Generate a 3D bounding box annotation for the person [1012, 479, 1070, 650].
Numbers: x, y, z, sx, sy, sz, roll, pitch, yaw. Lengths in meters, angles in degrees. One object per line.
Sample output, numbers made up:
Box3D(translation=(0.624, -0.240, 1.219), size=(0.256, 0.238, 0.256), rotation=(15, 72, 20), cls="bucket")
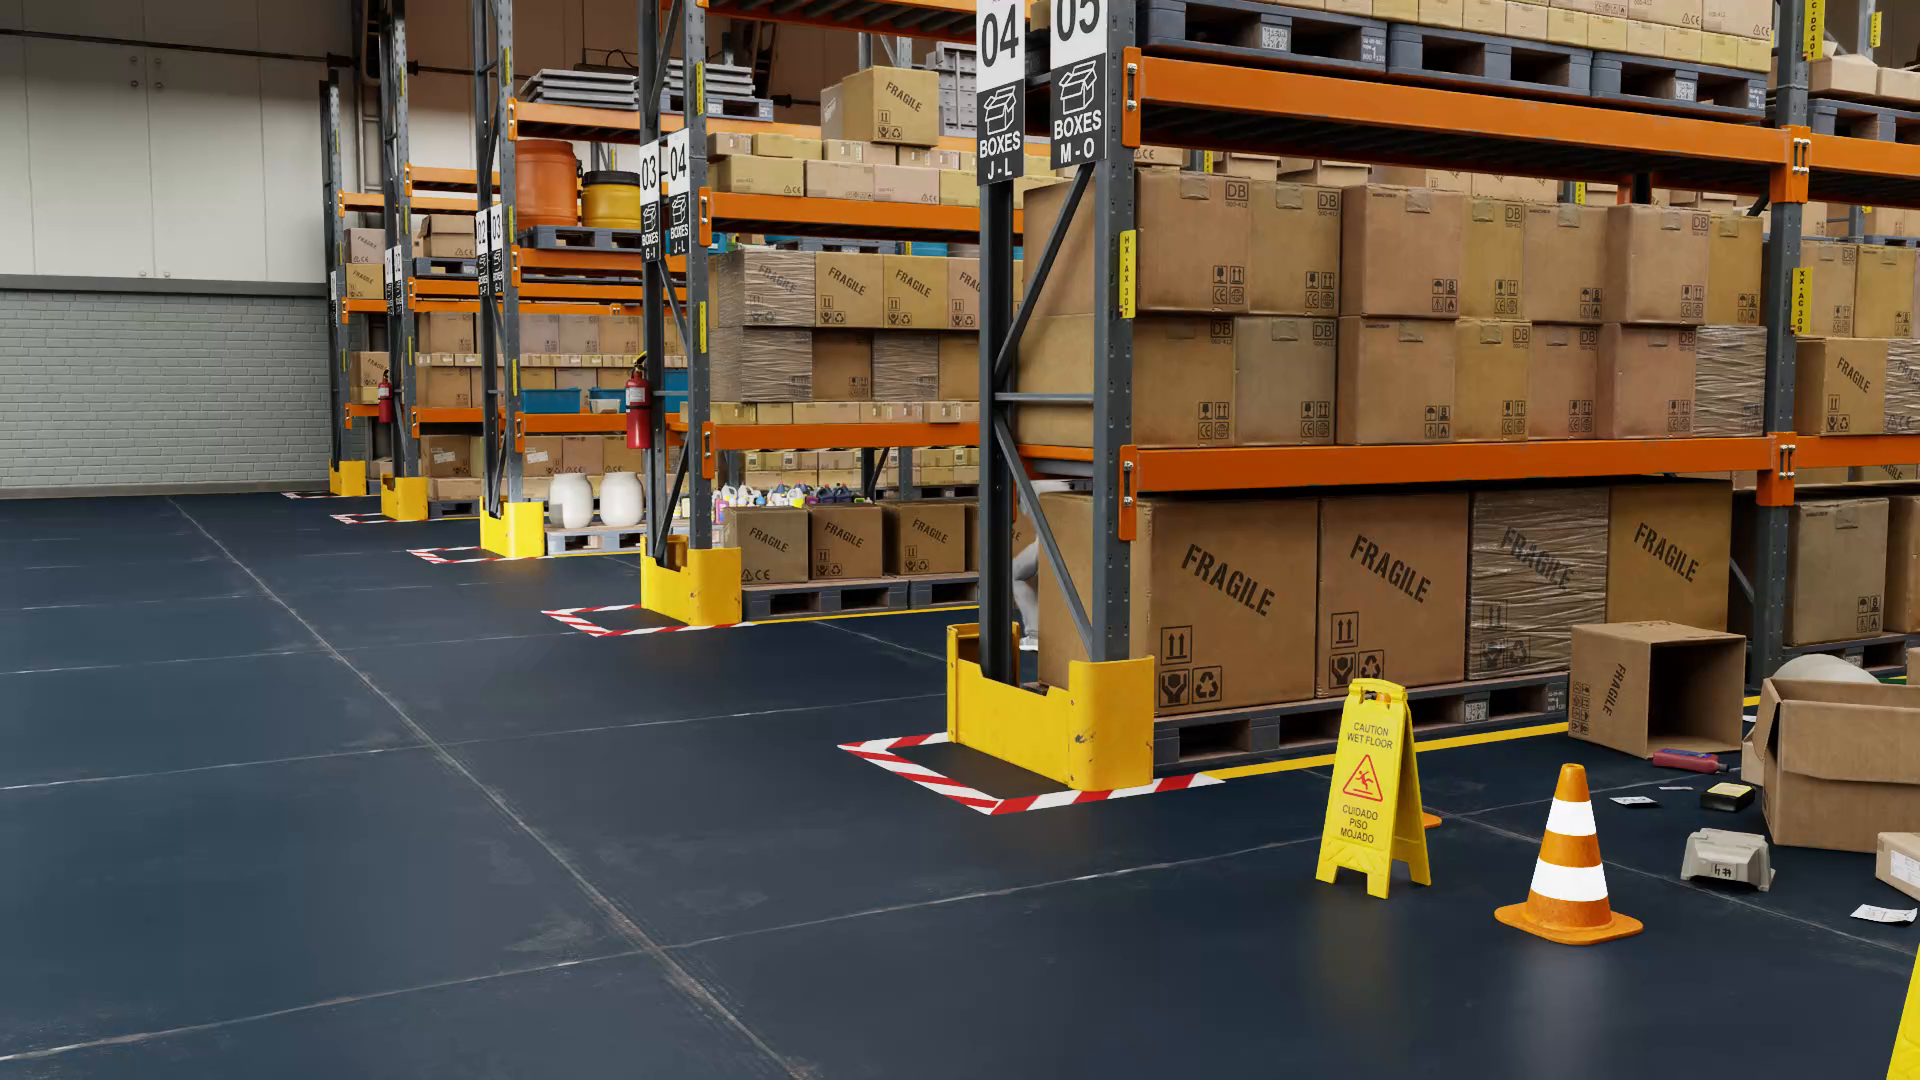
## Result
Box3D(translation=(0.476, 0.051, 9.849), size=(0.463, 1.203, 0.698), rotation=(-3, 6, -29), cls="person")
